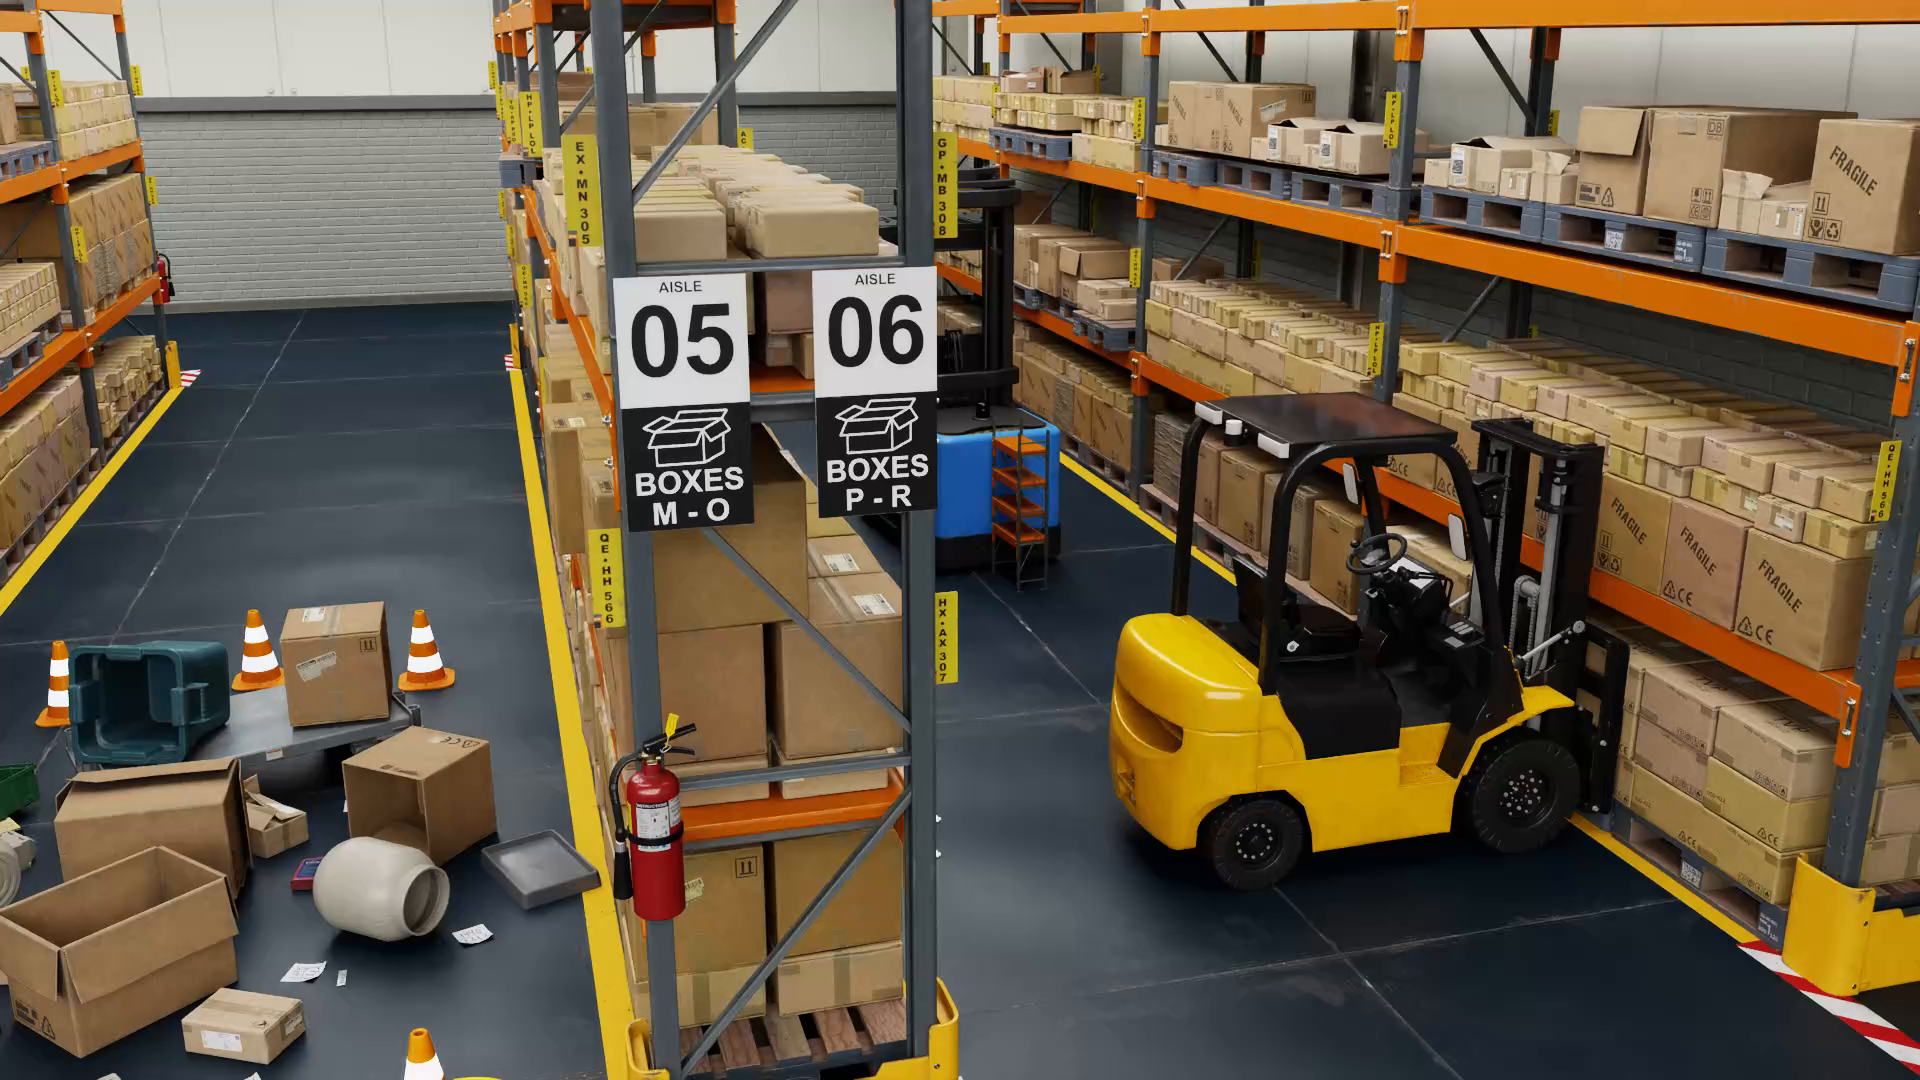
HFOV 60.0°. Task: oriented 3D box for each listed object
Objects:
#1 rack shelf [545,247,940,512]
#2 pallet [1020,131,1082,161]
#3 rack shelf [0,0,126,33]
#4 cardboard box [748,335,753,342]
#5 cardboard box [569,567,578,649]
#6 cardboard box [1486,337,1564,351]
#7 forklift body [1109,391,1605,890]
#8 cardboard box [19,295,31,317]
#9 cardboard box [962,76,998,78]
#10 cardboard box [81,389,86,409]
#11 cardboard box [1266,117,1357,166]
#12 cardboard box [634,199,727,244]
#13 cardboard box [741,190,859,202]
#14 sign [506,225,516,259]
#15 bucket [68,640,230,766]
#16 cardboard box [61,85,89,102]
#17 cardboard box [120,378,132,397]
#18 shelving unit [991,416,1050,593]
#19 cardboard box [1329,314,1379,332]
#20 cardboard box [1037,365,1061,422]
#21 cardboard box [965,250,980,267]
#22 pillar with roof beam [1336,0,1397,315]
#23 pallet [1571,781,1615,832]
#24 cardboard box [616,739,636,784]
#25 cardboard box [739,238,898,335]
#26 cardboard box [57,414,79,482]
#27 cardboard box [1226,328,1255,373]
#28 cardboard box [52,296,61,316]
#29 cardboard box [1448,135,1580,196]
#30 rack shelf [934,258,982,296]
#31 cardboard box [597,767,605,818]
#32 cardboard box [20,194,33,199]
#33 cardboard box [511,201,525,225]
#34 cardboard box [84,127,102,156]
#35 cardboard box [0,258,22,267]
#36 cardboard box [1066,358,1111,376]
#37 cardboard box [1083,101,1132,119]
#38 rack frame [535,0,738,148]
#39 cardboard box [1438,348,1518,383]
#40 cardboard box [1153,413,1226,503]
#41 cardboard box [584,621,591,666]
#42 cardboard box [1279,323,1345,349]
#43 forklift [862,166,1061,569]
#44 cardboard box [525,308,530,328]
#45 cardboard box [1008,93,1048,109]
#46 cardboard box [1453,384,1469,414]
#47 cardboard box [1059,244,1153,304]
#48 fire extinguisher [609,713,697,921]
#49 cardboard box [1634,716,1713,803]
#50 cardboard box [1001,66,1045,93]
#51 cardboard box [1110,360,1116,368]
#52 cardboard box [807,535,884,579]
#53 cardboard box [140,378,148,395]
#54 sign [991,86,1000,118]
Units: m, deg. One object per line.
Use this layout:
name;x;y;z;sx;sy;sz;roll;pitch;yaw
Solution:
rack shelf;-1.128;-0.855;7.120;1.077;0.370;4.000;-5;17;-15
pallet;1.295;-3.796;15.989;1.213;0.211;1.003;-5;17;-15
rack shelf;-9.158;-5.190;16.343;1.077;0.370;4.000;-5;17;-15
cardboard box;-0.647;-0.851;6.295;0.380;0.149;0.250;-5;17;-16
cardboard box;-2.025;0.398;10.751;0.950;0.372;0.625;-4;17;-12
cardboard box;3.472;-1.146;10.235;0.380;0.149;0.250;-5;17;-15
forklift body;1.918;0.423;8.304;2.313;2.155;1.214;-5;17;-15
cardboard box;-8.020;-1.949;13.917;0.380;0.149;0.250;-6;18;-18
cardboard box;0.329;-5.531;20.310;0.500;0.250;0.500;-5;17;-17
cardboard box;-8.503;-1.342;15.896;0.380;0.149;0.250;-4;17;-13
cardboard box;2.450;-2.746;11.415;0.500;0.311;0.500;-5;18;-17
cardboard box;-0.989;-1.052;5.578;0.380;0.149;0.250;-4;17;-14
cardboard box;-0.574;-1.165;5.951;0.380;0.149;0.250;-5;17;-15
sign;-4.409;-2.937;16.373;0.100;0.325;0.005;-5;17;-15
bucket;-4.155;0.799;8.628;0.726;0.611;0.620;1;7;4
cardboard box;-8.770;-4.372;16.276;0.380;0.149;0.250;-4;17;-12
cardboard box;-8.790;-1.568;17.168;0.380;0.149;0.250;-5;17;-16
shelving unit;0.440;-0.265;12.250;0.258;1.200;0.503;-6;18;-20
cardboard box;2.904;-1.539;12.060;0.380;0.149;0.250;-5;17;-16
cardboard box;1.101;-1.490;16.812;0.500;0.500;0.500;-5;17;-17
cardboard box;0.369;-3.252;18.807;0.500;0.250;0.500;-5;17;-15
pillar with roof beam;-0.920;-4.059;11.324;9.100;9.000;0.400;-5;17;-15
pallet;3.611;1.187;9.132;1.003;0.211;1.213;-5;17;-15
cardboard box;-1.063;0.763;6.135;0.380;0.149;0.250;-5;17;-16
cardboard box;-0.460;-0.877;5.687;0.500;0.250;0.500;-5;17;-16
cardboard box;-8.022;-0.787;14.472;0.500;0.500;0.500;-5;17;-17
cardboard box;2.309;-1.417;12.348;0.500;0.250;0.500;-4;17;-14
cardboard box;-8.308;-2.096;14.923;0.380;0.149;0.250;-5;17;-17
cardboard box;3.088;-2.103;9.276;0.500;0.311;0.500;-4;17;-14
rack shelf;0.346;-3.131;19.912;1.077;0.370;4.000;-5;17;-15
cardboard box;-1.469;1.278;8.034;0.500;0.250;0.500;-5;17;-16
cardboard box;-9.144;-3.030;15.896;0.500;0.500;0.500;-5;18;-17
cardboard box;-4.271;-3.164;16.860;0.500;0.500;0.500;-5;17;-16
cardboard box;-8.752;-3.907;16.290;0.500;0.250;0.500;-4;17;-13
cardboard box;-9.012;-2.411;15.574;0.500;0.500;0.500;-5;17;-15
cardboard box;1.259;-1.688;16.345;0.380;0.149;0.250;-5;17;-15
cardboard box;1.331;-3.875;14.975;0.380;0.149;0.250;-5;17;-16
rack frame;-1.678;-3.189;8.427;1.000;3.000;0.127;-5;17;-15
cardboard box;3.072;-1.035;9.865;0.380;0.149;0.250;-4;17;-14
cardboard box;2.153;-0.706;13.986;0.875;0.625;0.625;-4;17;-13
cardboard box;-1.656;0.496;8.206;0.380;0.149;0.250;-4;17;-13
cardboard box;2.470;-1.426;11.685;0.380;0.149;0.250;-5;17;-17
forklift;-0.221;-1.571;13.588;1.130;2.935;3.031;-6;18;-20
cardboard box;-3.459;-1.985;14.239;0.500;0.250;0.500;-5;17;-17
cardboard box;0.697;-4.445;16.836;0.380;0.149;0.250;-4;17;-14
cardboard box;3.100;-0.818;9.658;0.380;0.149;0.250;-5;17;-15
cardboard box;1.368;-2.503;15.662;0.797;0.503;0.637;-5;17;-17
fire extinguisher;-0.990;0.896;5.391;0.296;0.674;0.183;-5;17;-15
cardboard box;3.631;1.024;8.010;0.500;0.250;0.500;-5;17;-16
cardboard box;0.642;-4.717;17.025;0.396;0.266;0.258;-5;17;-16
cardboard box;1.711;-1.731;16.488;0.380;0.149;0.250;-5;18;-17
cardboard box;-0.587;0.304;6.534;0.500;0.500;0.500;-4;17;-14
cardboard box;-8.993;-1.647;17.945;0.380;0.149;0.250;-6;18;-18
sign;0.376;-4.561;17.311;0.100;0.325;0.005;-5;17;-15
